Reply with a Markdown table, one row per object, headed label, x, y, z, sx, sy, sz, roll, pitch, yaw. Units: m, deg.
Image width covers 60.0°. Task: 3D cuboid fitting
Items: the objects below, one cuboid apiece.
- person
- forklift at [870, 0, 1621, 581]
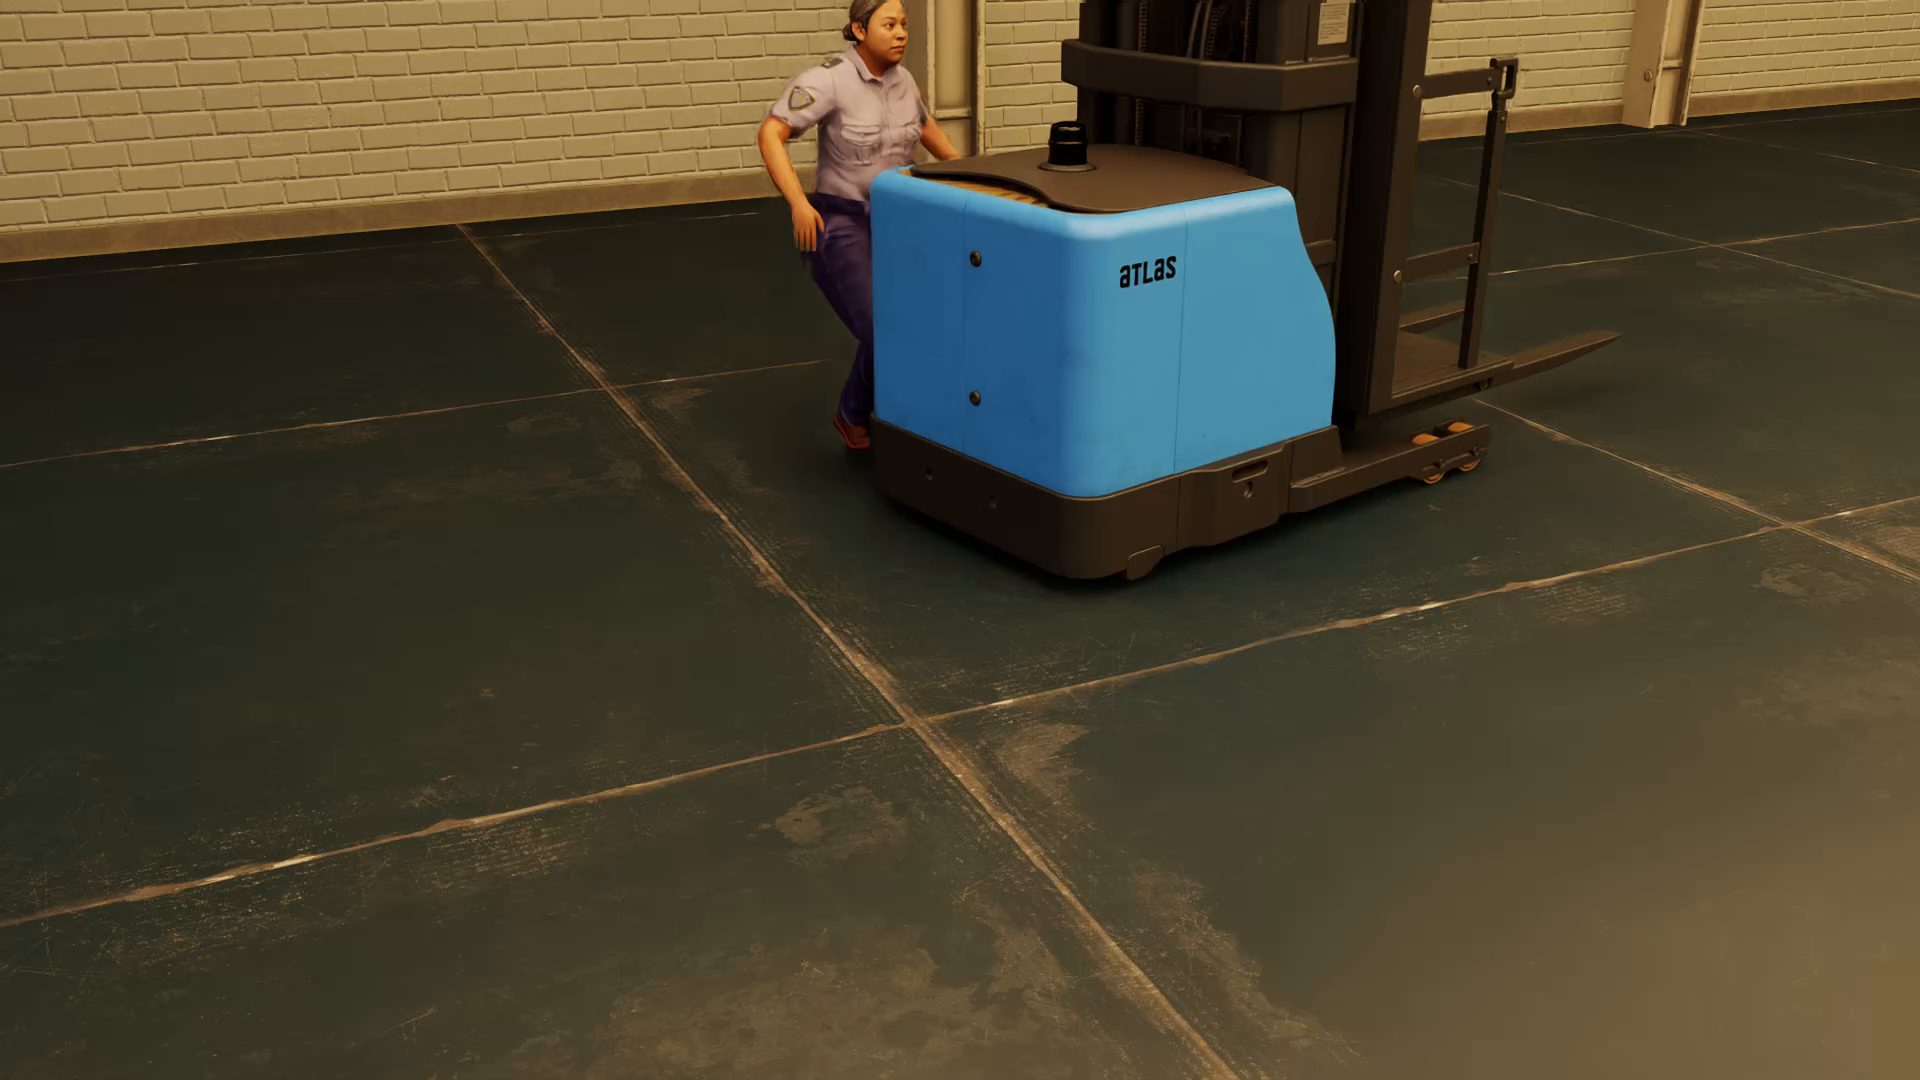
| label | x | y | z | sx | sy | sz | roll | pitch | yaw |
| --- | --- | --- | --- | --- | --- | --- | --- | --- | --- |
| person | -0.189 | -0.984 | 5.452 | 0.890 | 1.572 | 0.633 | -20 | 30 | -40 |
| forklift | 1.179 | -1.681 | 5.333 | 3.031 | 2.935 | 1.130 | -17 | 28 | -36 |
